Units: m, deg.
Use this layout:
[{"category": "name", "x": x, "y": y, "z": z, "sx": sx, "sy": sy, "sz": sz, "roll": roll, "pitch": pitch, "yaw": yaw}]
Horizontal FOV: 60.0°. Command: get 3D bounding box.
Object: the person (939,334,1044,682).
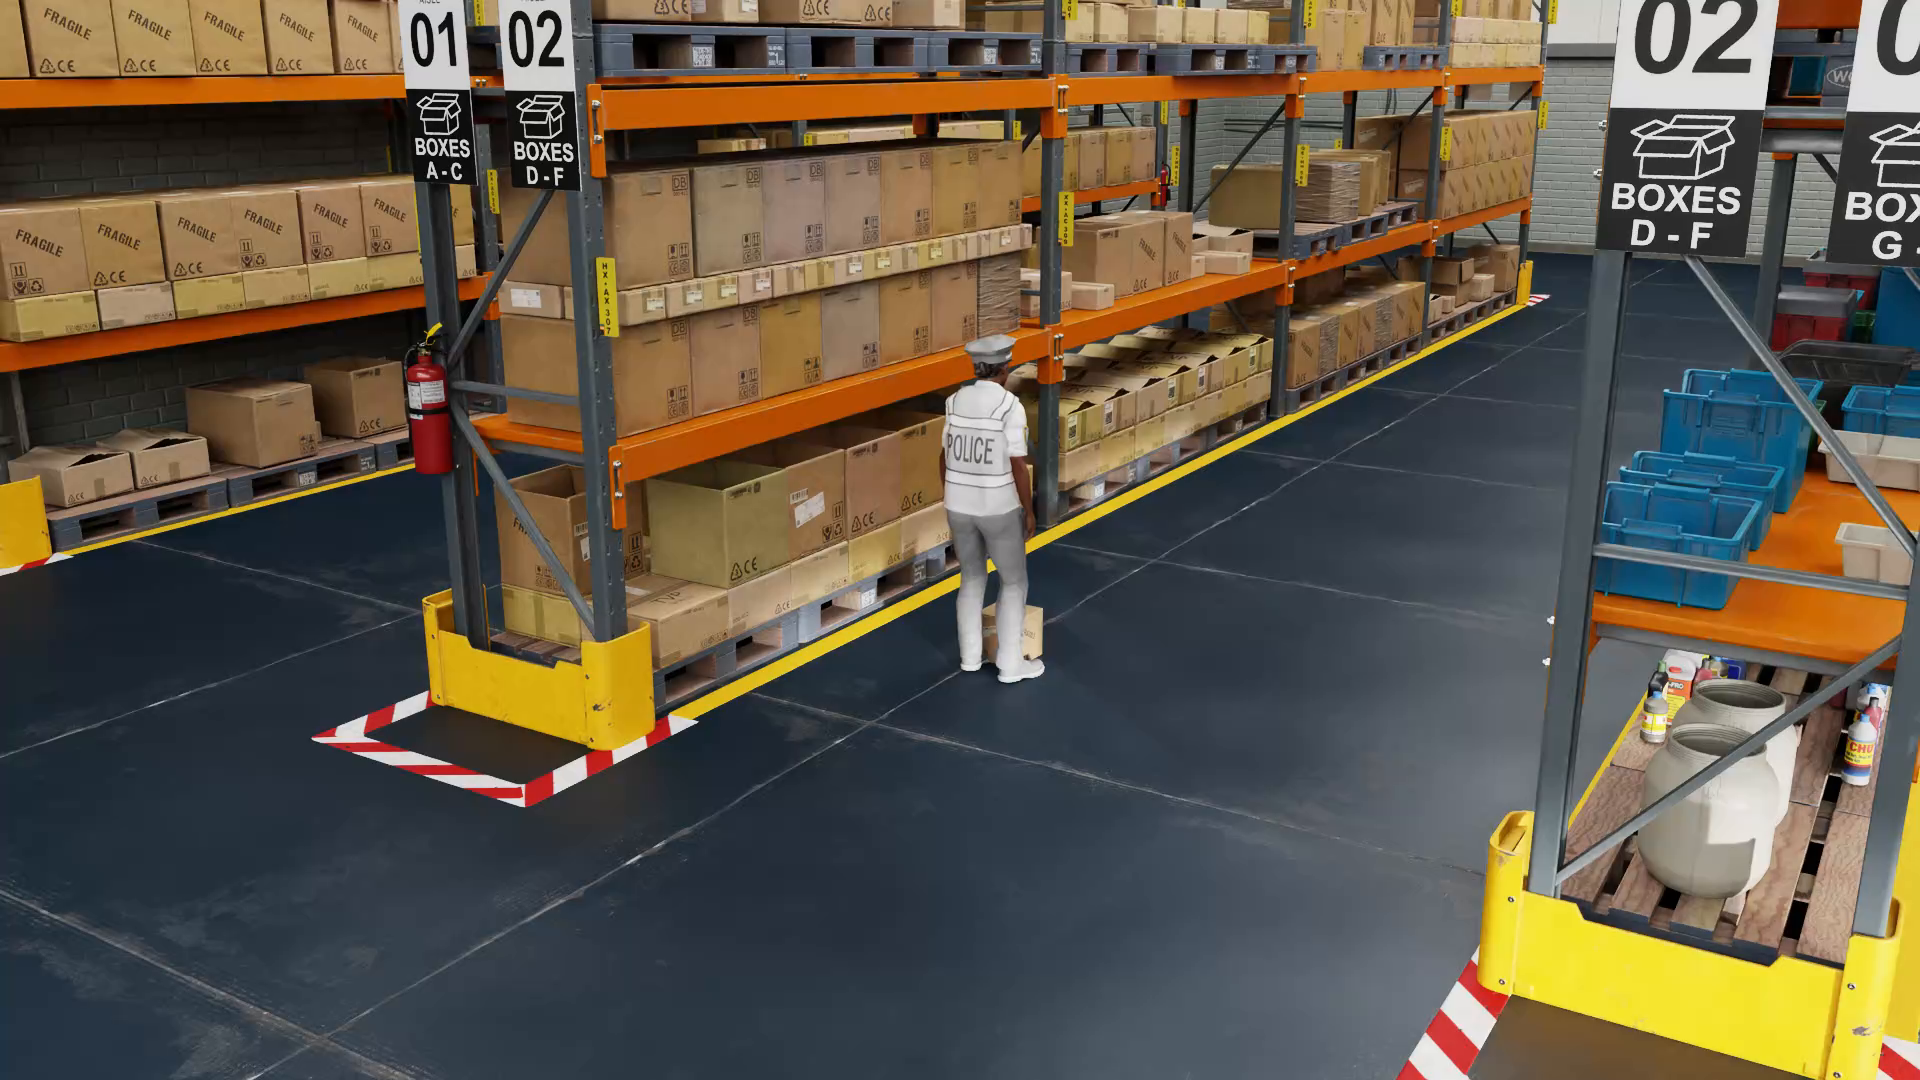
[{"category": "person", "x": 0.144, "y": -0.144, "z": 8.031, "sx": 0.503, "sy": 1.656, "sz": 0.422, "roll": 9, "pitch": 19, "yaw": 29}]
